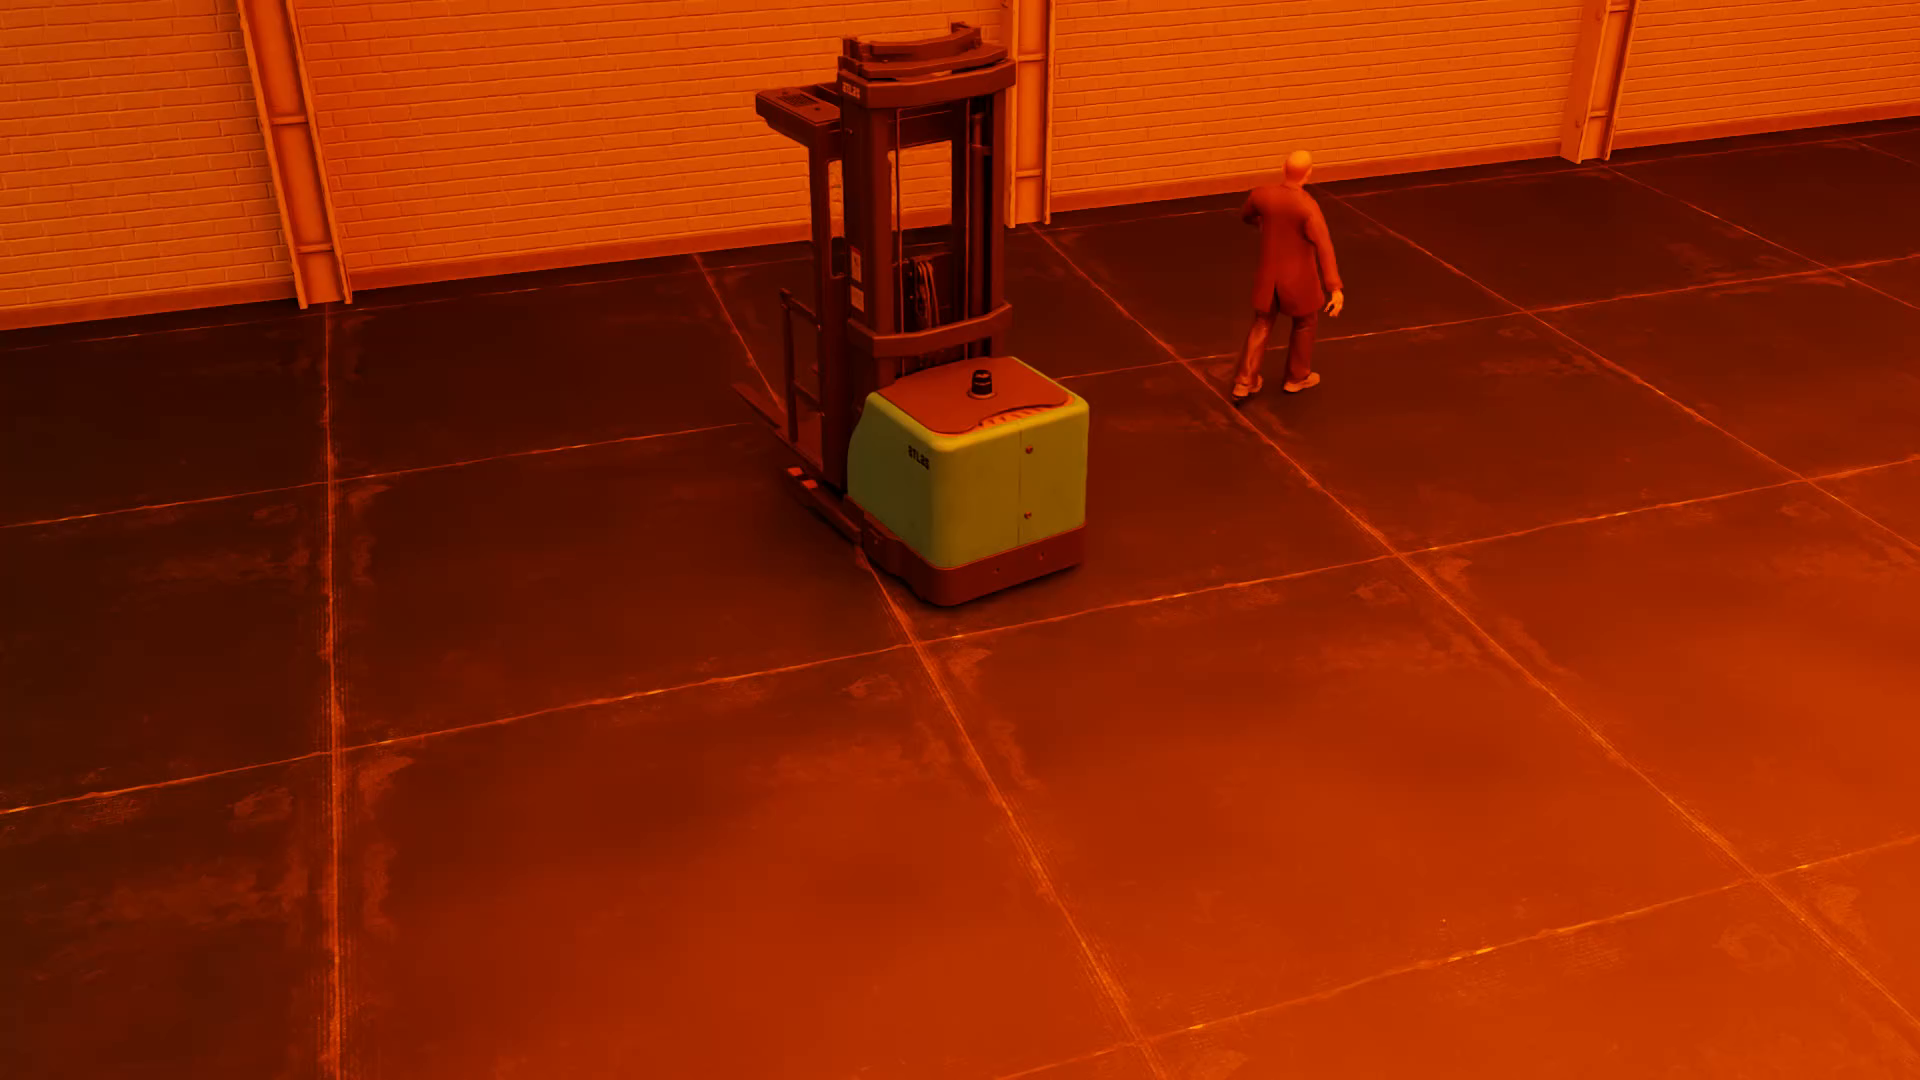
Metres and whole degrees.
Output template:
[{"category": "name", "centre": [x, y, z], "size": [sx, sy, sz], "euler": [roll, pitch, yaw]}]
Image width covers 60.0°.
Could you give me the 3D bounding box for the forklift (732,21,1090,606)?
[{"category": "forklift", "centre": [-0.477, -1.597, 9.862], "size": [1.130, 2.935, 3.031], "euler": [-18, 34, -28]}]

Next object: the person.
[{"category": "person", "centre": [2.273, -1.811, 11.429], "size": [1.004, 1.759, 0.822], "euler": [24, 37, 35]}]
